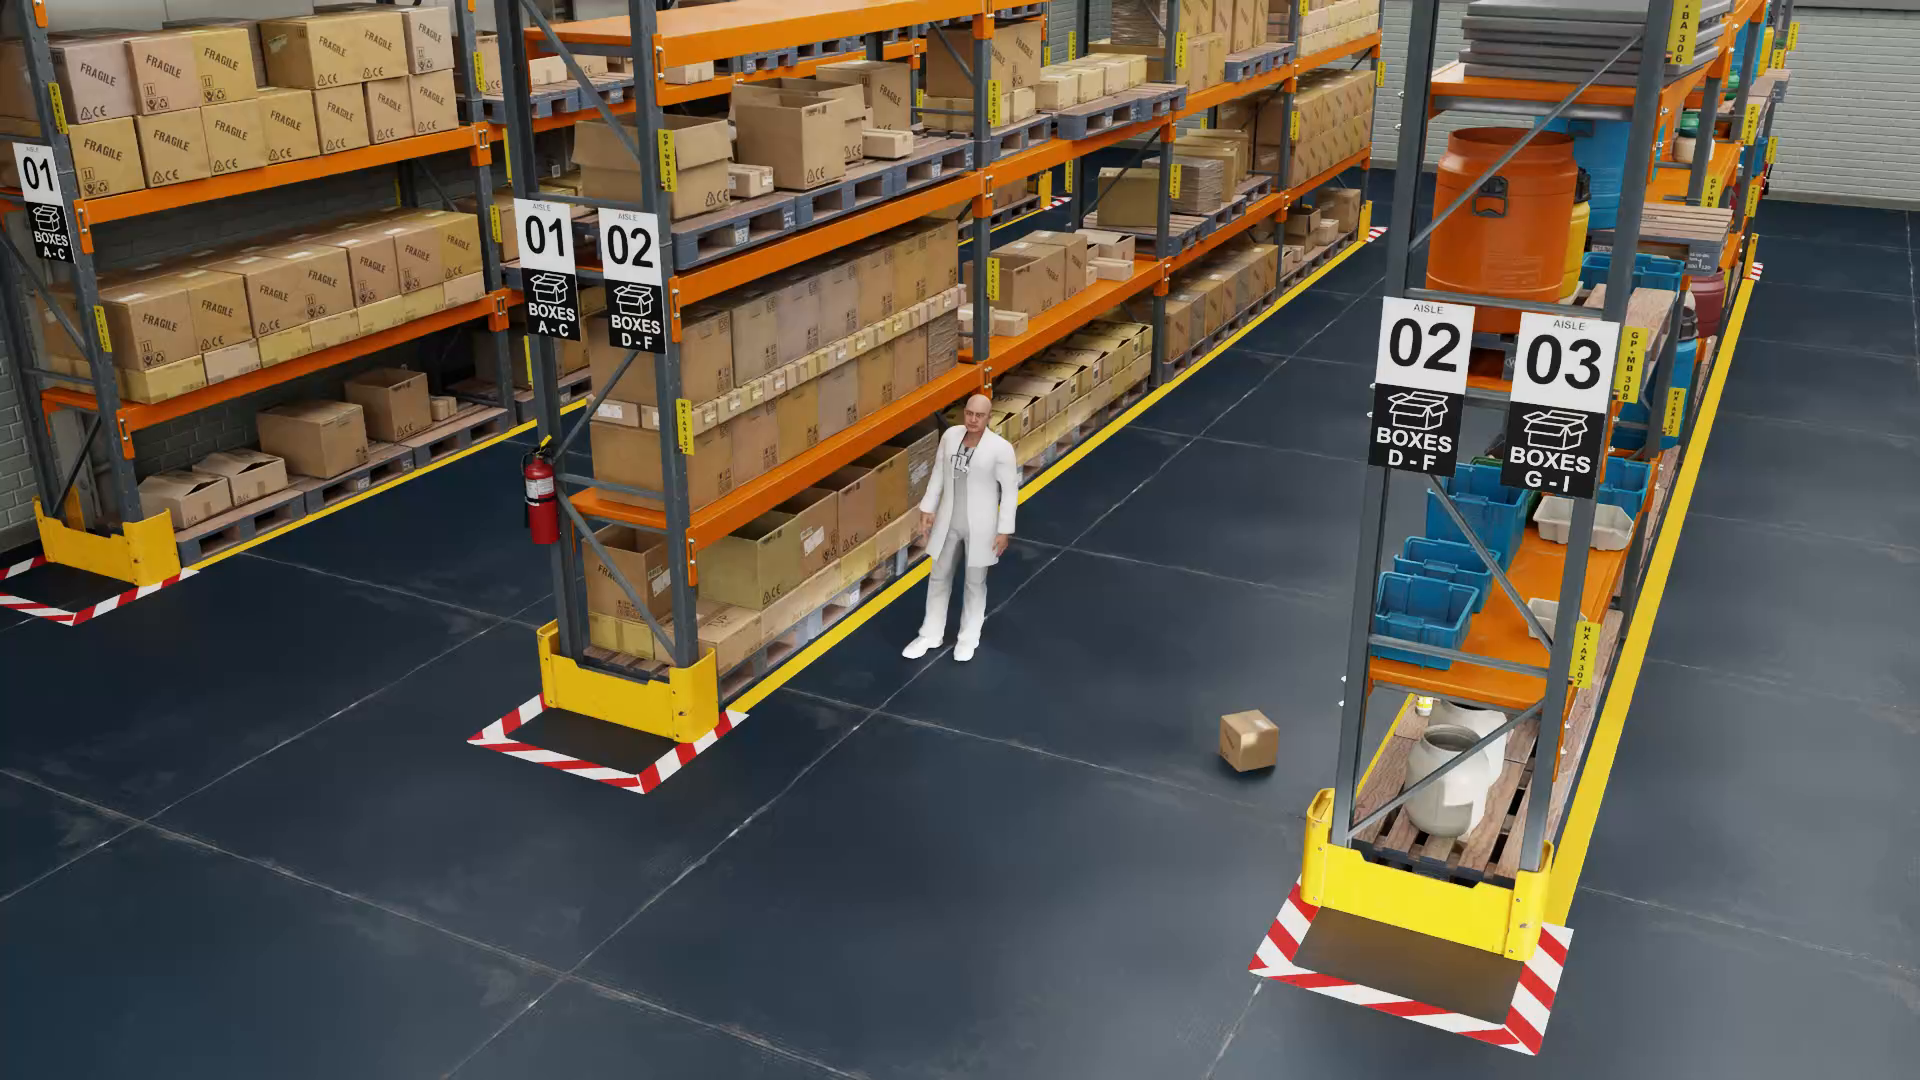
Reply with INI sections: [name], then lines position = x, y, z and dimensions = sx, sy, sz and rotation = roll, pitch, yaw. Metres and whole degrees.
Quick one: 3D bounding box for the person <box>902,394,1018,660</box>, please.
[person]
position = 0.010, -0.064, 10.915
dimensions = 0.698, 1.777, 0.580
rotation = 11, 25, 25
